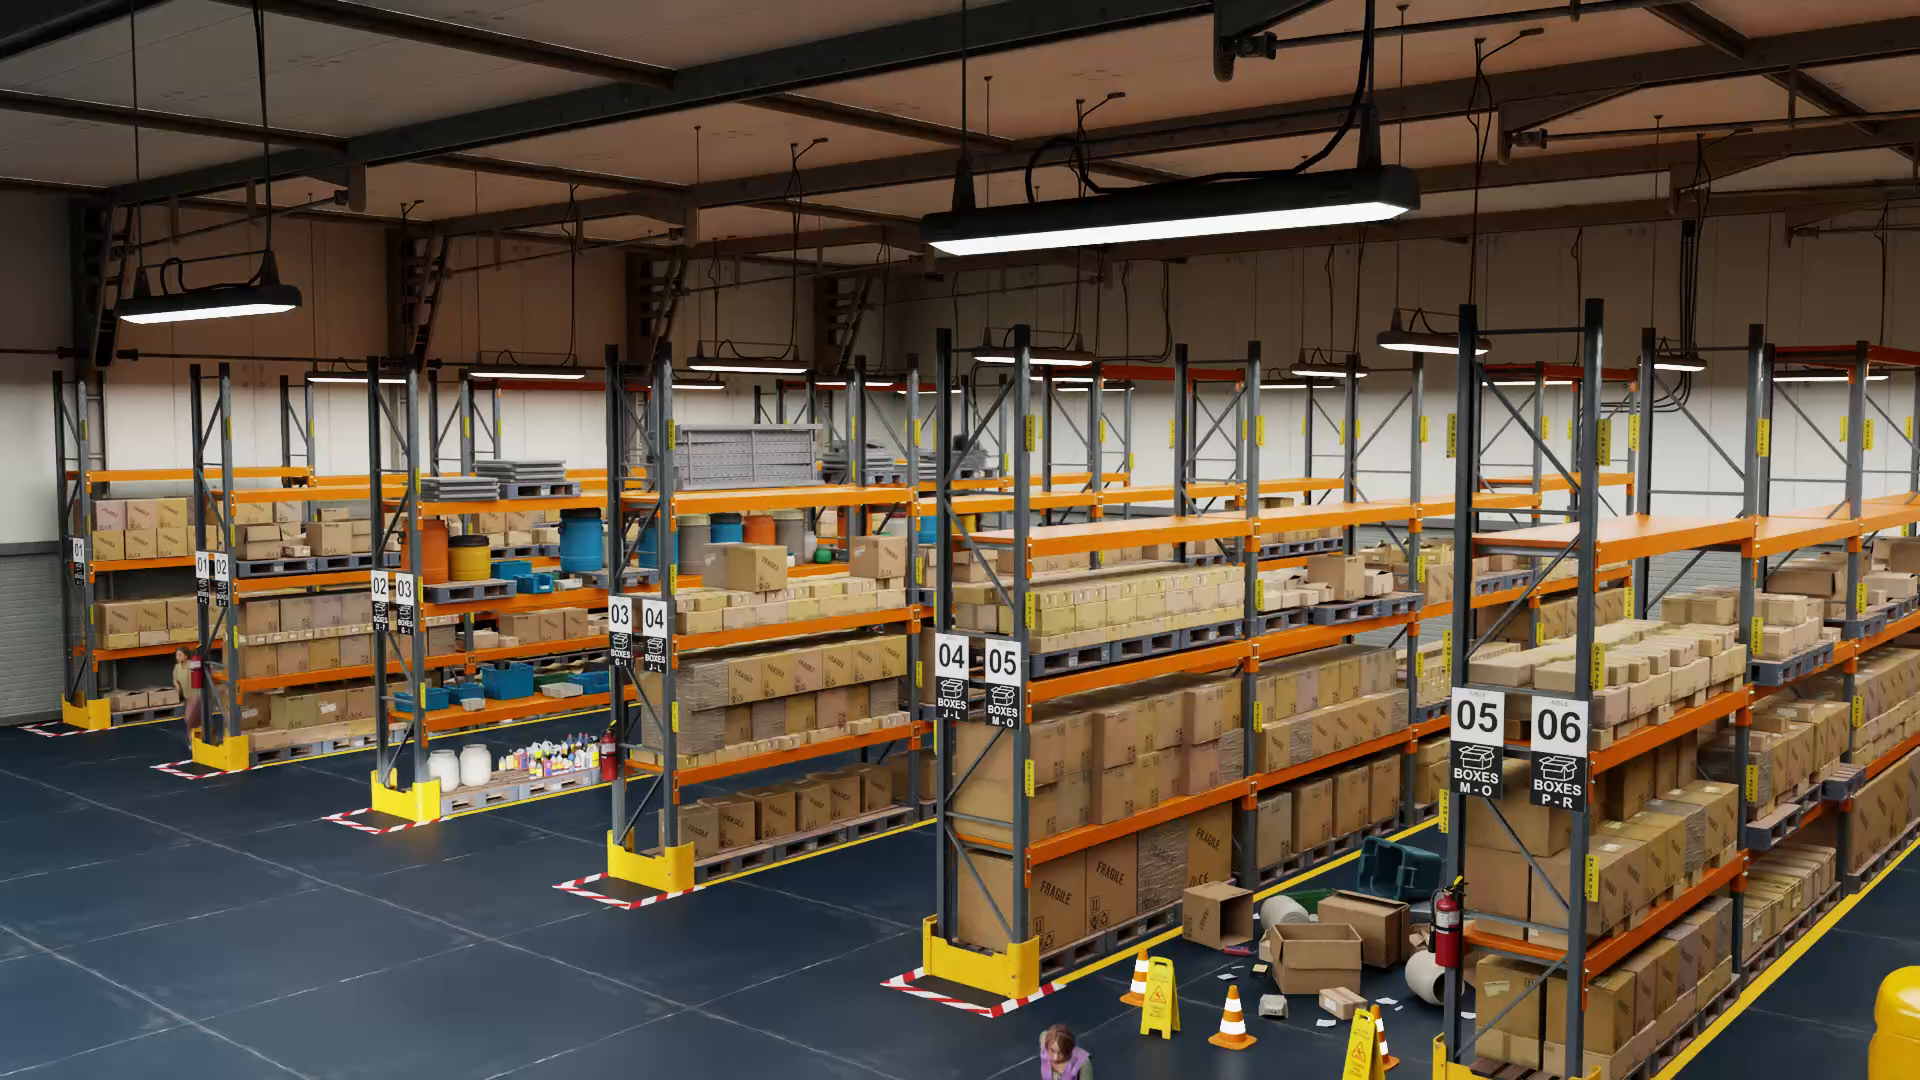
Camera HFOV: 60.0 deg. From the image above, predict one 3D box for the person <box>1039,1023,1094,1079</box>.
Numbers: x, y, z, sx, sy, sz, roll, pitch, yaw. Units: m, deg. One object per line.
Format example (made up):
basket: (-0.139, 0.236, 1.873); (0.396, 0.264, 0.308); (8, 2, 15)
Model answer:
person: (0.674, 3.699, 10.732); (0.546, 1.363, 0.900); (2, 5, 27)

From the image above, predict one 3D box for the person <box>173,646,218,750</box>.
person: (-12.047, 2.468, 26.237); (0.547, 1.638, 0.748); (2, 5, 24)
